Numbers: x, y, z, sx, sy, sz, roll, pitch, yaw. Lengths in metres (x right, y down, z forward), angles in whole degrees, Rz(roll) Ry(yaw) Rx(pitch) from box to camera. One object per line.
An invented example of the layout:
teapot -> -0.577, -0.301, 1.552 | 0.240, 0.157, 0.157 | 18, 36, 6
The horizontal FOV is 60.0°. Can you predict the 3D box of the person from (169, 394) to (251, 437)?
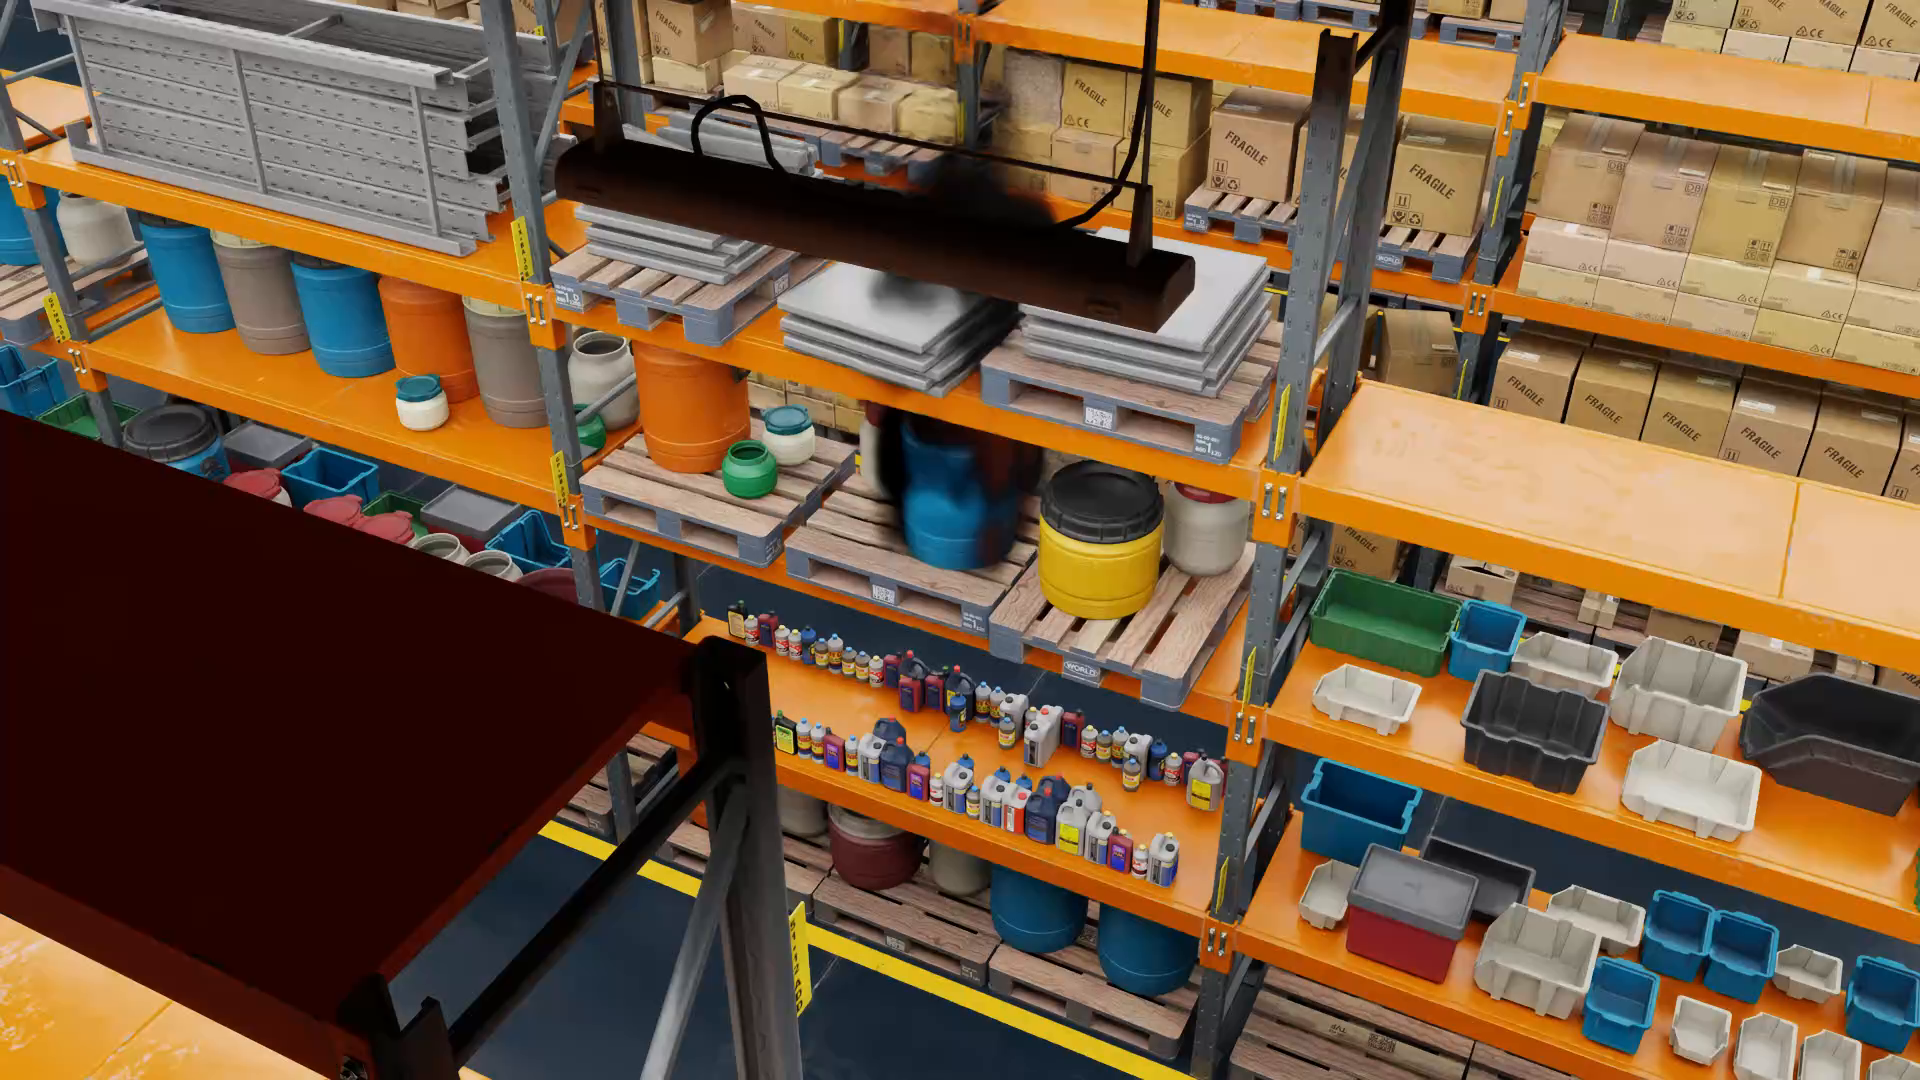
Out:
person -> -6.529, -1.385, 14.366 | 0.947, 1.729, 0.726 | 14, 37, 18
